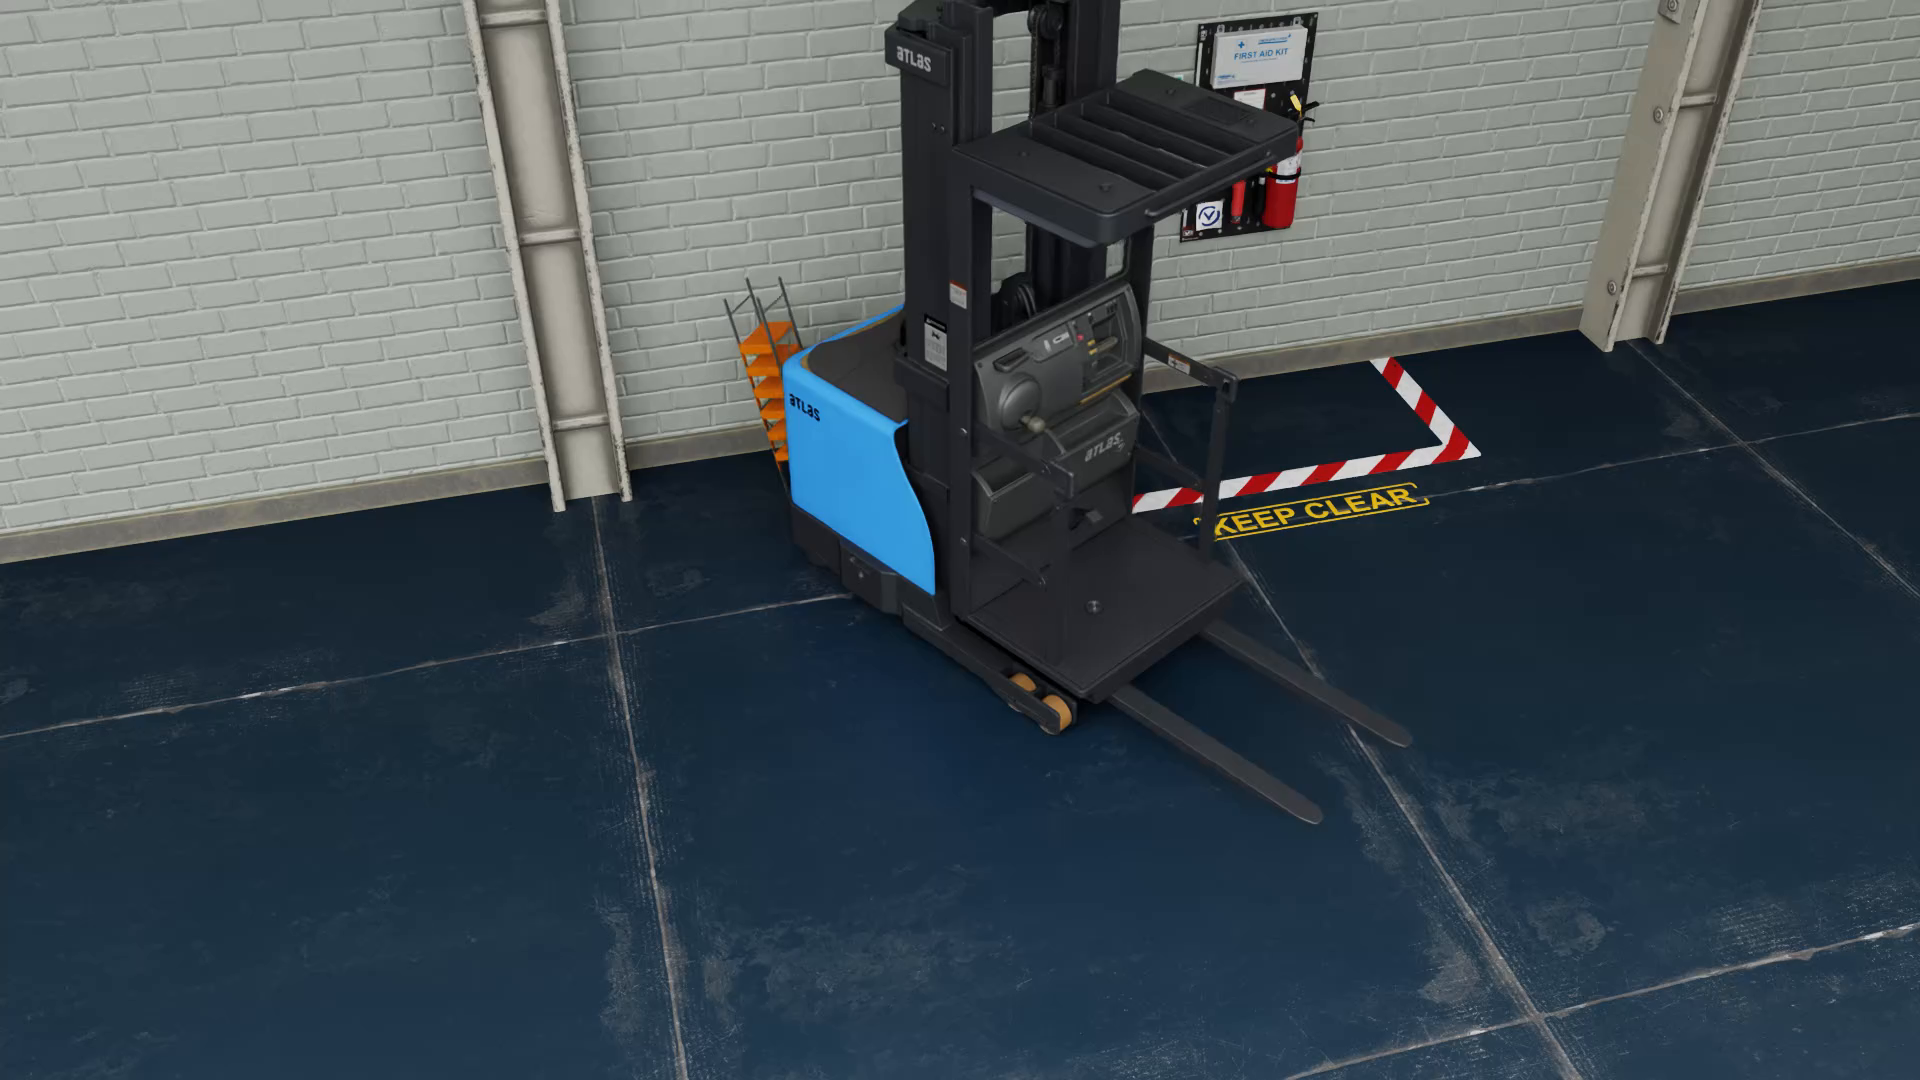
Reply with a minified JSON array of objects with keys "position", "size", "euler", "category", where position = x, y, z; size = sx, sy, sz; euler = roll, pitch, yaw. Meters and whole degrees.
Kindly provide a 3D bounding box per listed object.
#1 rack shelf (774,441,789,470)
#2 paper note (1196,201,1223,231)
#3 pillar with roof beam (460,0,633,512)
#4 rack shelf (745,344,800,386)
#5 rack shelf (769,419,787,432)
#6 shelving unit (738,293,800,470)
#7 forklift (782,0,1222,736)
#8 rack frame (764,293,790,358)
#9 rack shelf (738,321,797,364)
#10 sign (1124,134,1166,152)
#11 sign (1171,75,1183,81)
[{"position":[-0.781,-0.455,8.281],"size":[0.180,0.103,0.258],"euler":[2,35,26],"category":"rack shelf"},{"position":[1.307,-1.698,8.705],"size":[0.142,0.148,0.016],"euler":[-9,38,-12],"category":"paper note"},{"position":[-0.779,-1.312,2.538],"size":[0.400,9.000,9.100],"euler":[-9,38,-12],"category":"pillar with roof beam"},{"position":[-0.888,-0.851,8.033],"size":[0.180,0.103,0.258],"euler":[2,35,26],"category":"rack shelf"},{"position":[-0.814,-0.576,8.205],"size":[0.171,0.034,0.221],"euler":[2,35,26],"category":"rack shelf"},{"position":[-0.843,-0.690,8.134],"size":[0.183,1.046,0.258],"euler":[2,35,26],"category":"shelving unit"},{"position":[0.561,-0.688,6.716],"size":[1.130,2.935,3.031],"euler":[-31,47,-34],"category":"forklift"},{"position":[-0.763,-0.686,8.093],"size":[0.002,1.046,0.228],"euler":[2,35,26],"category":"rack frame"},{"position":[-0.915,-0.951,7.971],"size":[0.180,0.103,0.258],"euler":[2,35,26],"category":"rack shelf"},{"position":[10.264,0.045,5.621],"size":[16.451,0.391,11.513],"euler":[-9,38,-12],"category":"sign"},{"position":[0.942,-2.229,8.208],"size":[0.331,0.109,0.001],"euler":[-9,38,-12],"category":"sign"}]
